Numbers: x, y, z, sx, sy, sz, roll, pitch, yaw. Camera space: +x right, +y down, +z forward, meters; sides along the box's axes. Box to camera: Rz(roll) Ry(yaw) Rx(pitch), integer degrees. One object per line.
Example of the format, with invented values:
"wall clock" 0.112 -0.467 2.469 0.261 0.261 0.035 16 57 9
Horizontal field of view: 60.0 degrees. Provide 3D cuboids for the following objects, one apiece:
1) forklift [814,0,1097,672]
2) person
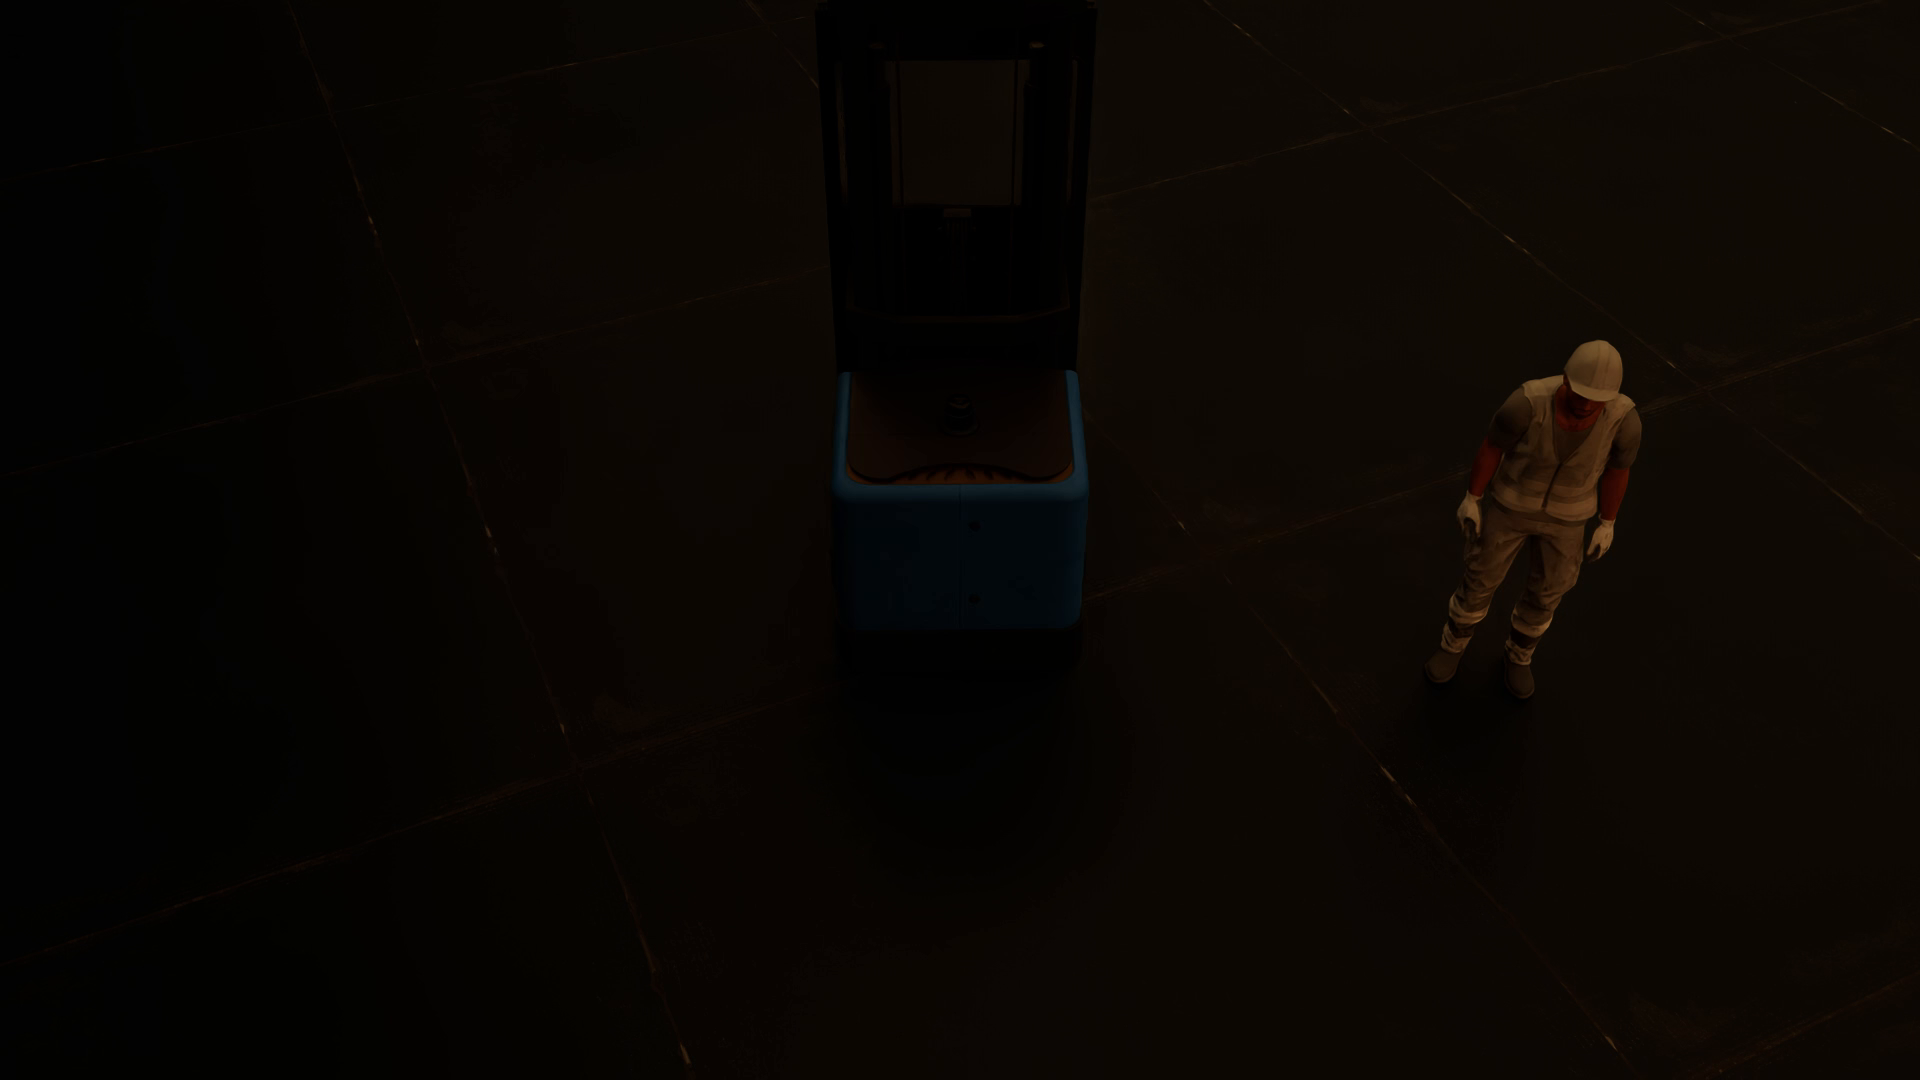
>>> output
"forklift" -0.020 -1.491 7.278 1.130 2.935 3.031 -1 43 -1
"person" 2.301 -0.091 6.626 0.612 1.777 0.454 11 44 12
